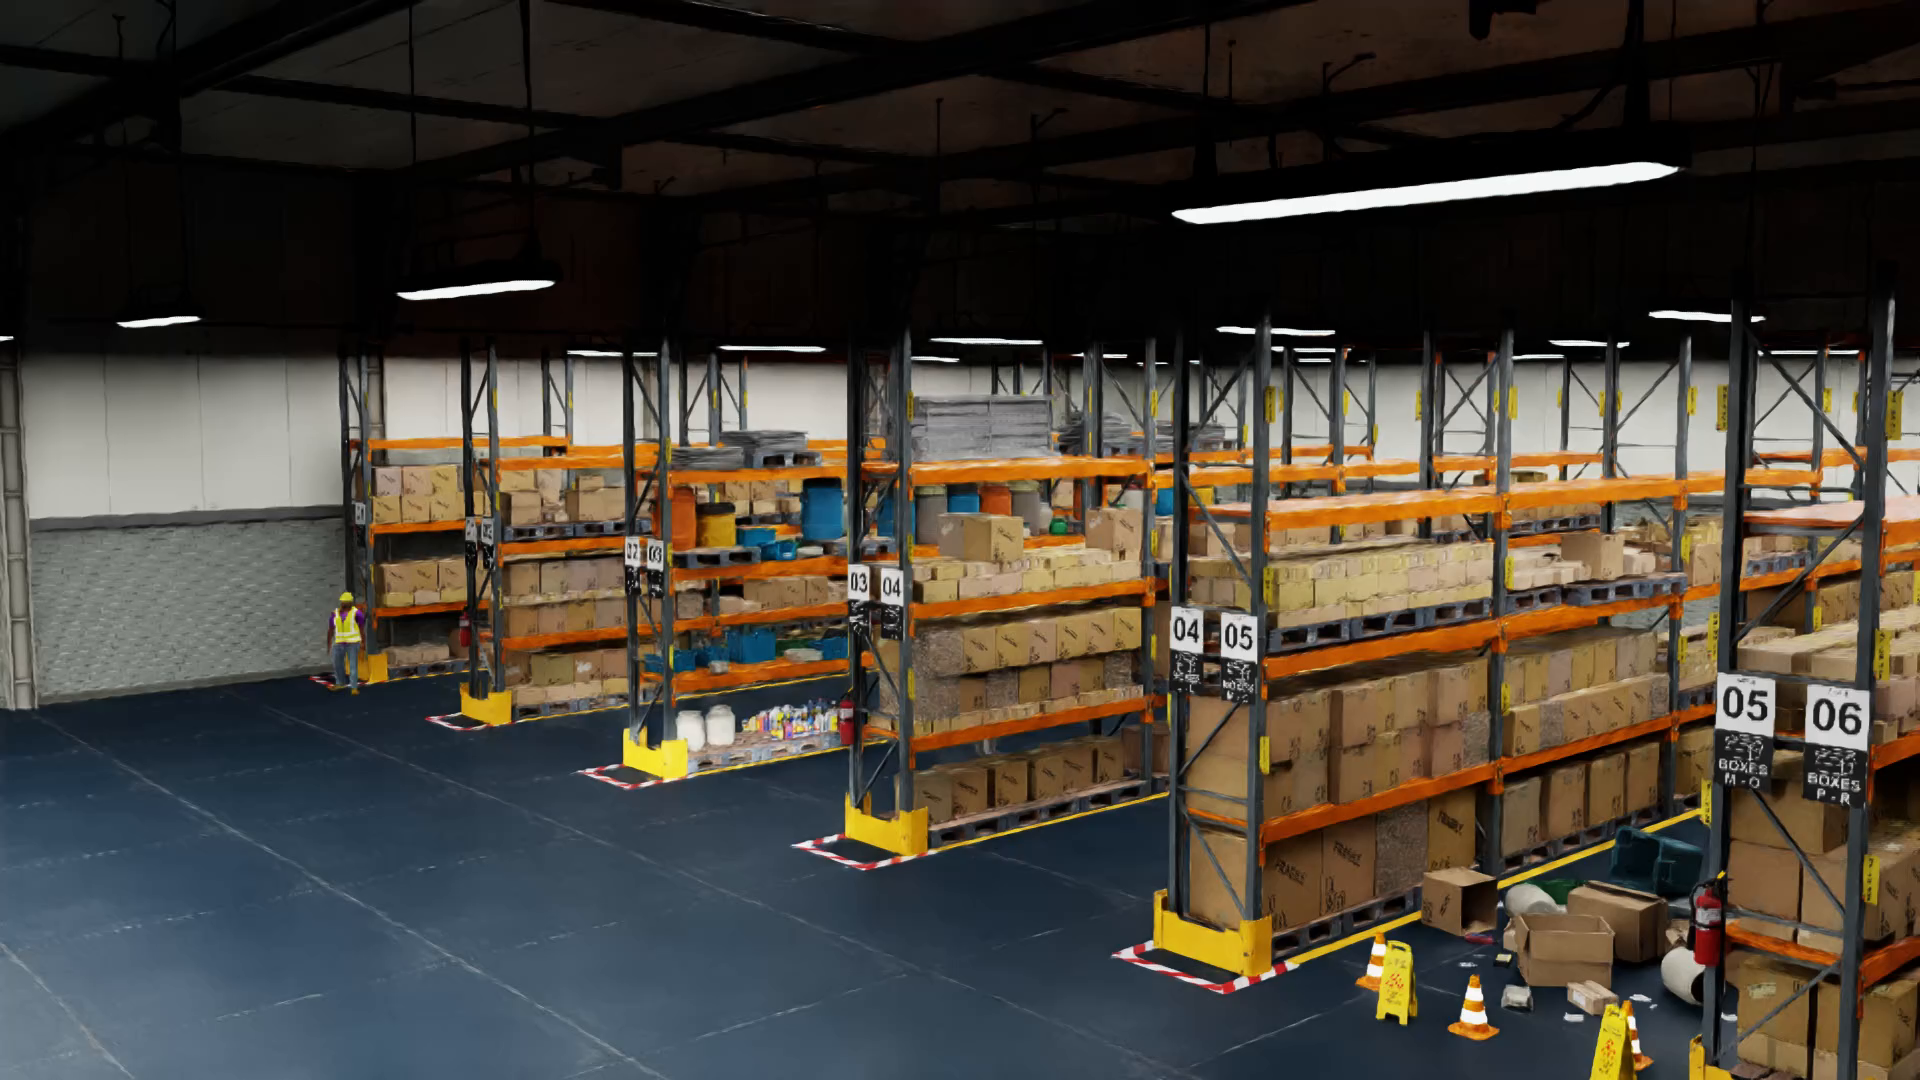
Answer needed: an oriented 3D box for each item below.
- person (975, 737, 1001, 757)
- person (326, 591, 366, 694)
[{"bbox_3d":[0.361,2.361,21.884,0.613,1.707,0.747,-3,6,-33],"label":"person"},{"bbox_3d":[-10.561,1.745,28.442,0.736,1.763,0.487,0,5,3],"label":"person"}]
